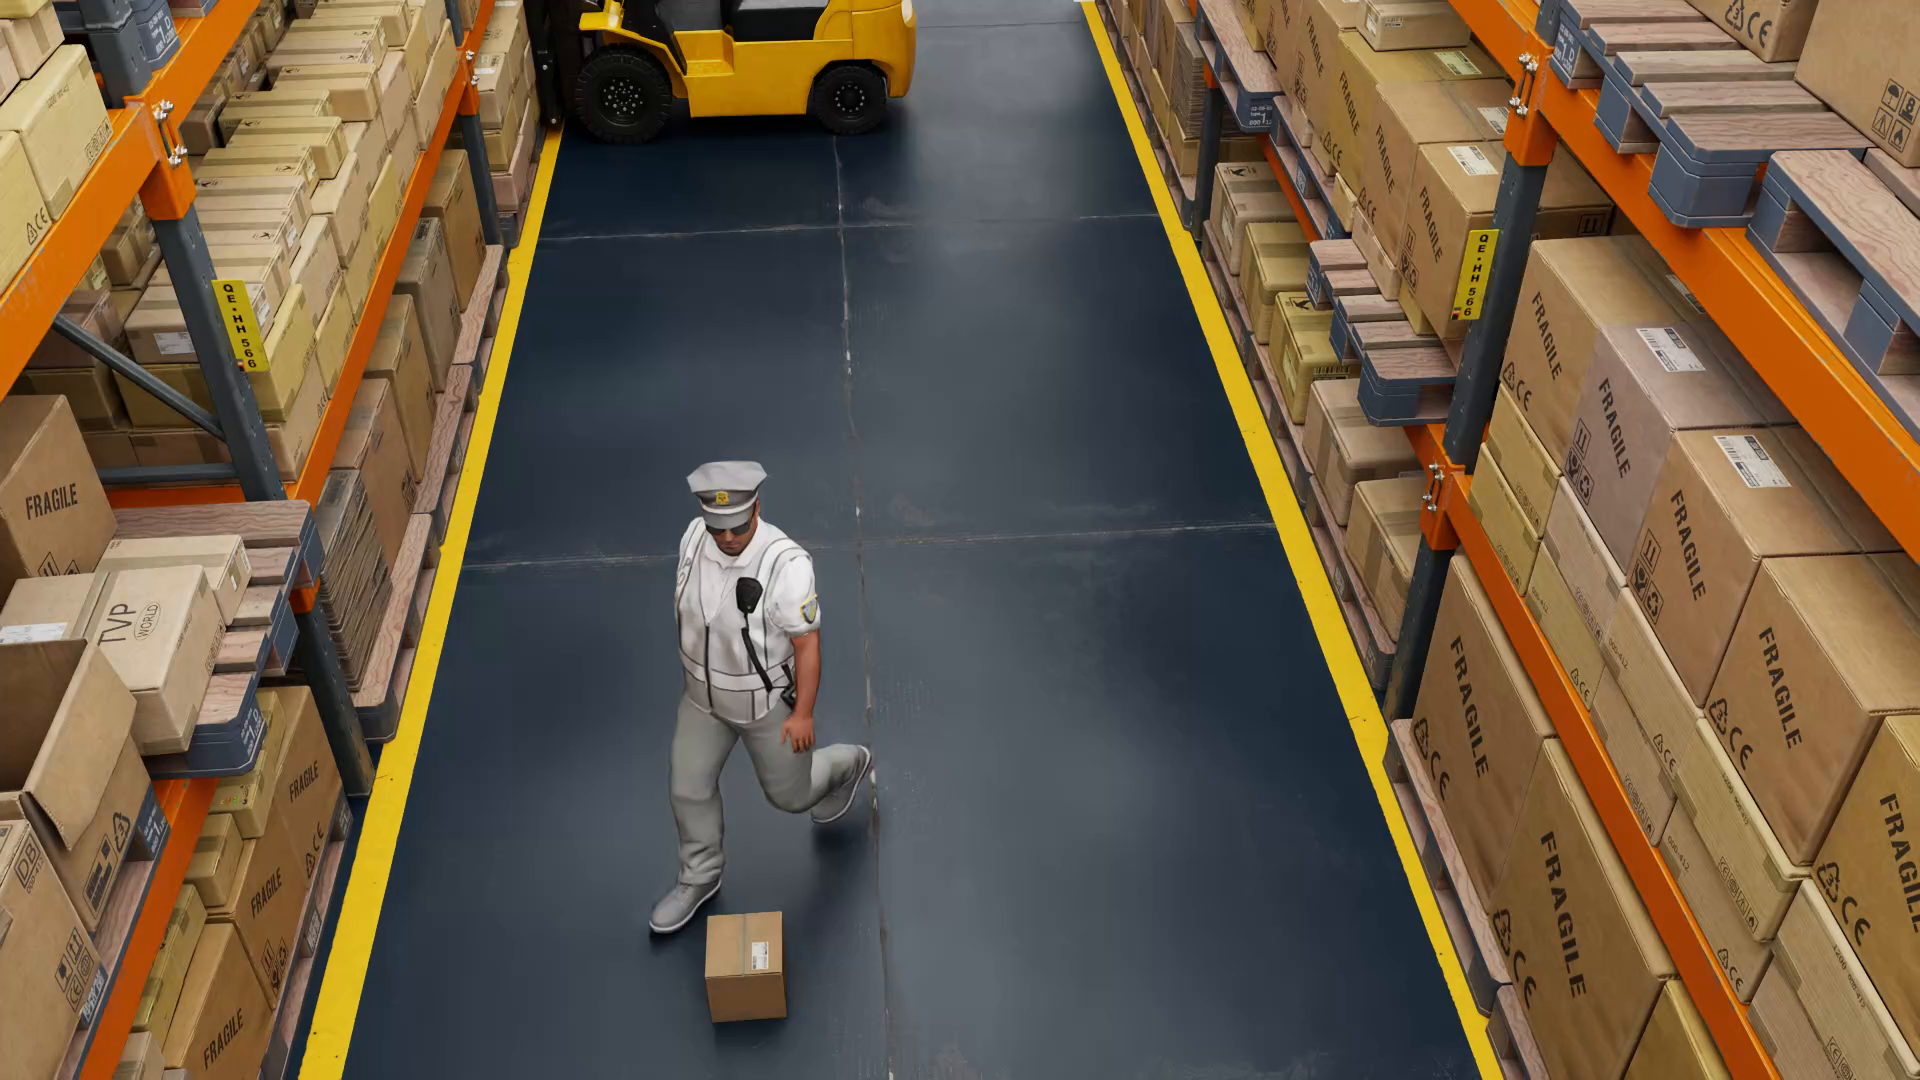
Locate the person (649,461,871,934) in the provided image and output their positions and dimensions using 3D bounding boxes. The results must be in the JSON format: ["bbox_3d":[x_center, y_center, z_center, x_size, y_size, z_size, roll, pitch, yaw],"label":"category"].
[{"bbox_3d":[-0.733,0.504,5.544,0.555,1.707,0.948,18,42,21],"label":"person"}]
